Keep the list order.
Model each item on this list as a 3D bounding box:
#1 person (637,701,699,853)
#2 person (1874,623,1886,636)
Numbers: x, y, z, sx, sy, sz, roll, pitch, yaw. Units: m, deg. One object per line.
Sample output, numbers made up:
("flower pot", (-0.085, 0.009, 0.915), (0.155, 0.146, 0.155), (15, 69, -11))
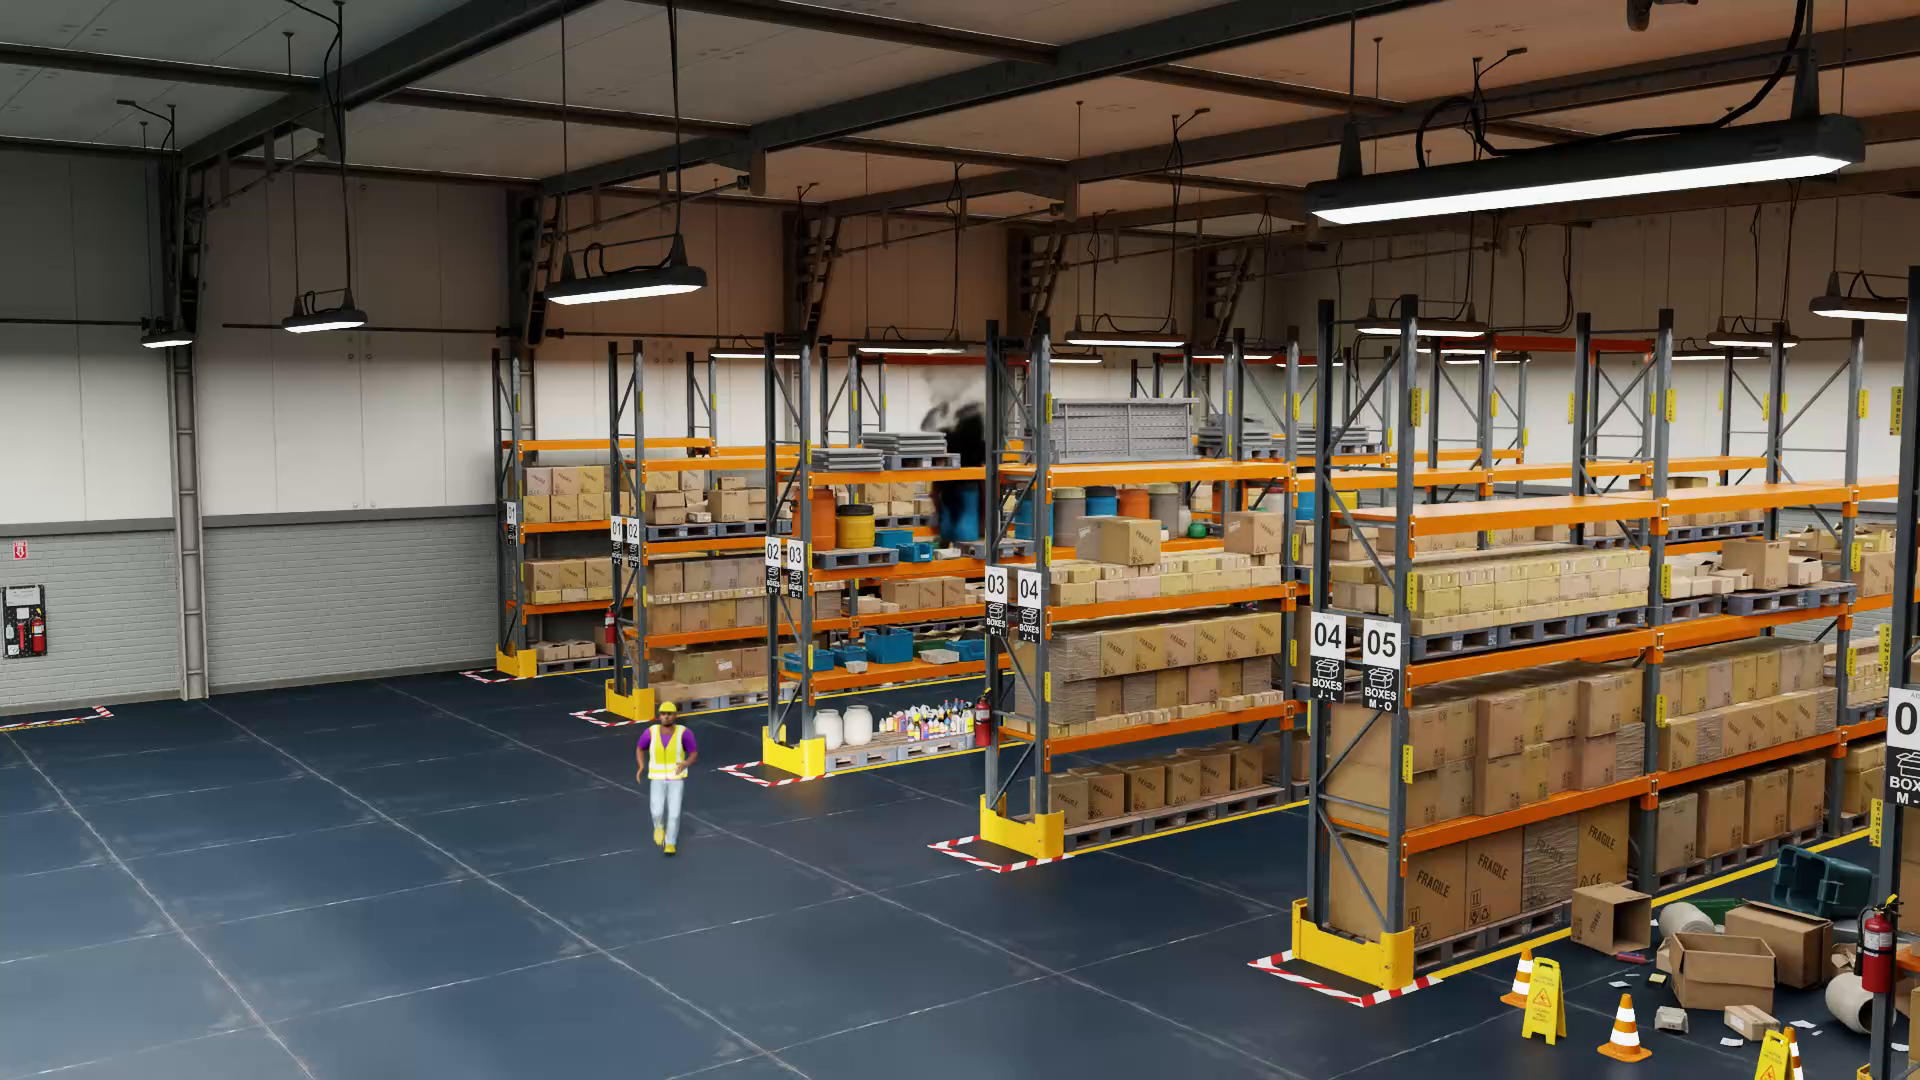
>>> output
("person", (-3.281, 2.672, 18.618), (0.705, 1.725, 0.581), (0, 5, -6))
("person", (13.767, 2.119, 24.779), (0.915, 1.801, 0.617), (-4, 6, -37))
